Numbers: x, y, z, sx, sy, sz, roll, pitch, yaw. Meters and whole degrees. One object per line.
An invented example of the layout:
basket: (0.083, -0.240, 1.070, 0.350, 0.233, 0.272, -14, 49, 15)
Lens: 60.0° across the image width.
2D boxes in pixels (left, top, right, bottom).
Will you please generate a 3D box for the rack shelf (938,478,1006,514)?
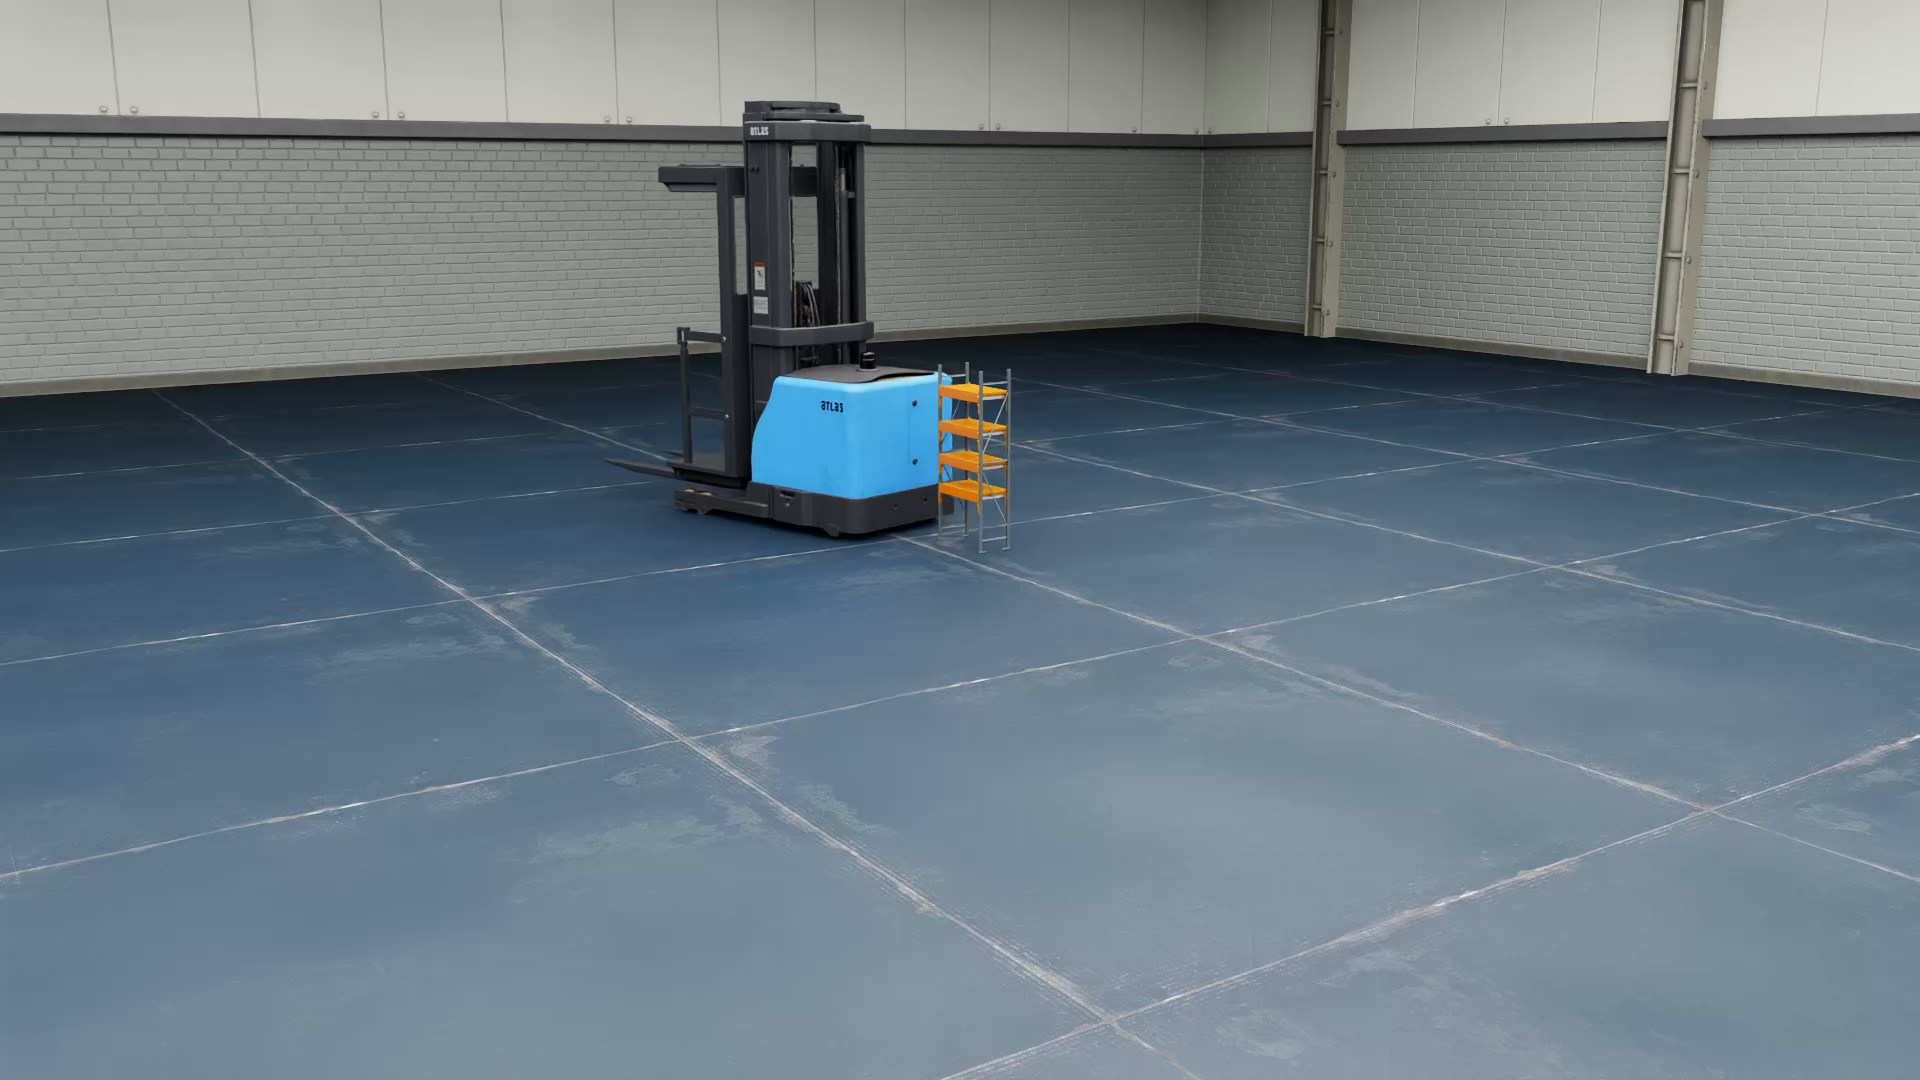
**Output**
rack shelf: (0.092, -0.297, 11.156, 0.258, 0.148, 0.480, -8, 15, -33)

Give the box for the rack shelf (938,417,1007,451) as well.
rack shelf: (0.092, -0.710, 11.066, 0.258, 0.148, 0.480, -8, 15, -33)

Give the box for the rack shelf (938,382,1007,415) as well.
rack shelf: (0.092, -0.941, 11.015, 0.258, 0.148, 0.480, -8, 15, -33)

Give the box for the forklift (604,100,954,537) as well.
forklift: (-1.482, -1.691, 12.233, 3.031, 2.935, 1.130, 11, 16, 40)

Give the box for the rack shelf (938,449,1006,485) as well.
rack shelf: (0.092, -0.491, 11.113, 0.258, 0.148, 0.480, -8, 15, -33)

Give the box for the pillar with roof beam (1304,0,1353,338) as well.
pillar with roof beam: (2.016, -7.055, 22.559, 9.100, 9.000, 0.400, -8, 15, -33)

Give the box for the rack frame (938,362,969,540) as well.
rack frame: (-0.043, -0.600, 11.297, 0.240, 1.200, 0.015, -8, 15, -33)

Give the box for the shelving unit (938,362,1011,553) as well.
shelving unit: (0.092, -0.557, 11.099, 0.258, 1.200, 0.503, -8, 15, -33)

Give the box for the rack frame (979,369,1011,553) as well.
rack frame: (0.227, -0.513, 10.901, 0.240, 1.200, 0.015, -8, 15, -33)

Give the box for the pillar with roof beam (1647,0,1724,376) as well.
pillar with roof beam: (5.341, -5.988, 17.679, 9.100, 9.000, 0.400, -8, 15, -33)
